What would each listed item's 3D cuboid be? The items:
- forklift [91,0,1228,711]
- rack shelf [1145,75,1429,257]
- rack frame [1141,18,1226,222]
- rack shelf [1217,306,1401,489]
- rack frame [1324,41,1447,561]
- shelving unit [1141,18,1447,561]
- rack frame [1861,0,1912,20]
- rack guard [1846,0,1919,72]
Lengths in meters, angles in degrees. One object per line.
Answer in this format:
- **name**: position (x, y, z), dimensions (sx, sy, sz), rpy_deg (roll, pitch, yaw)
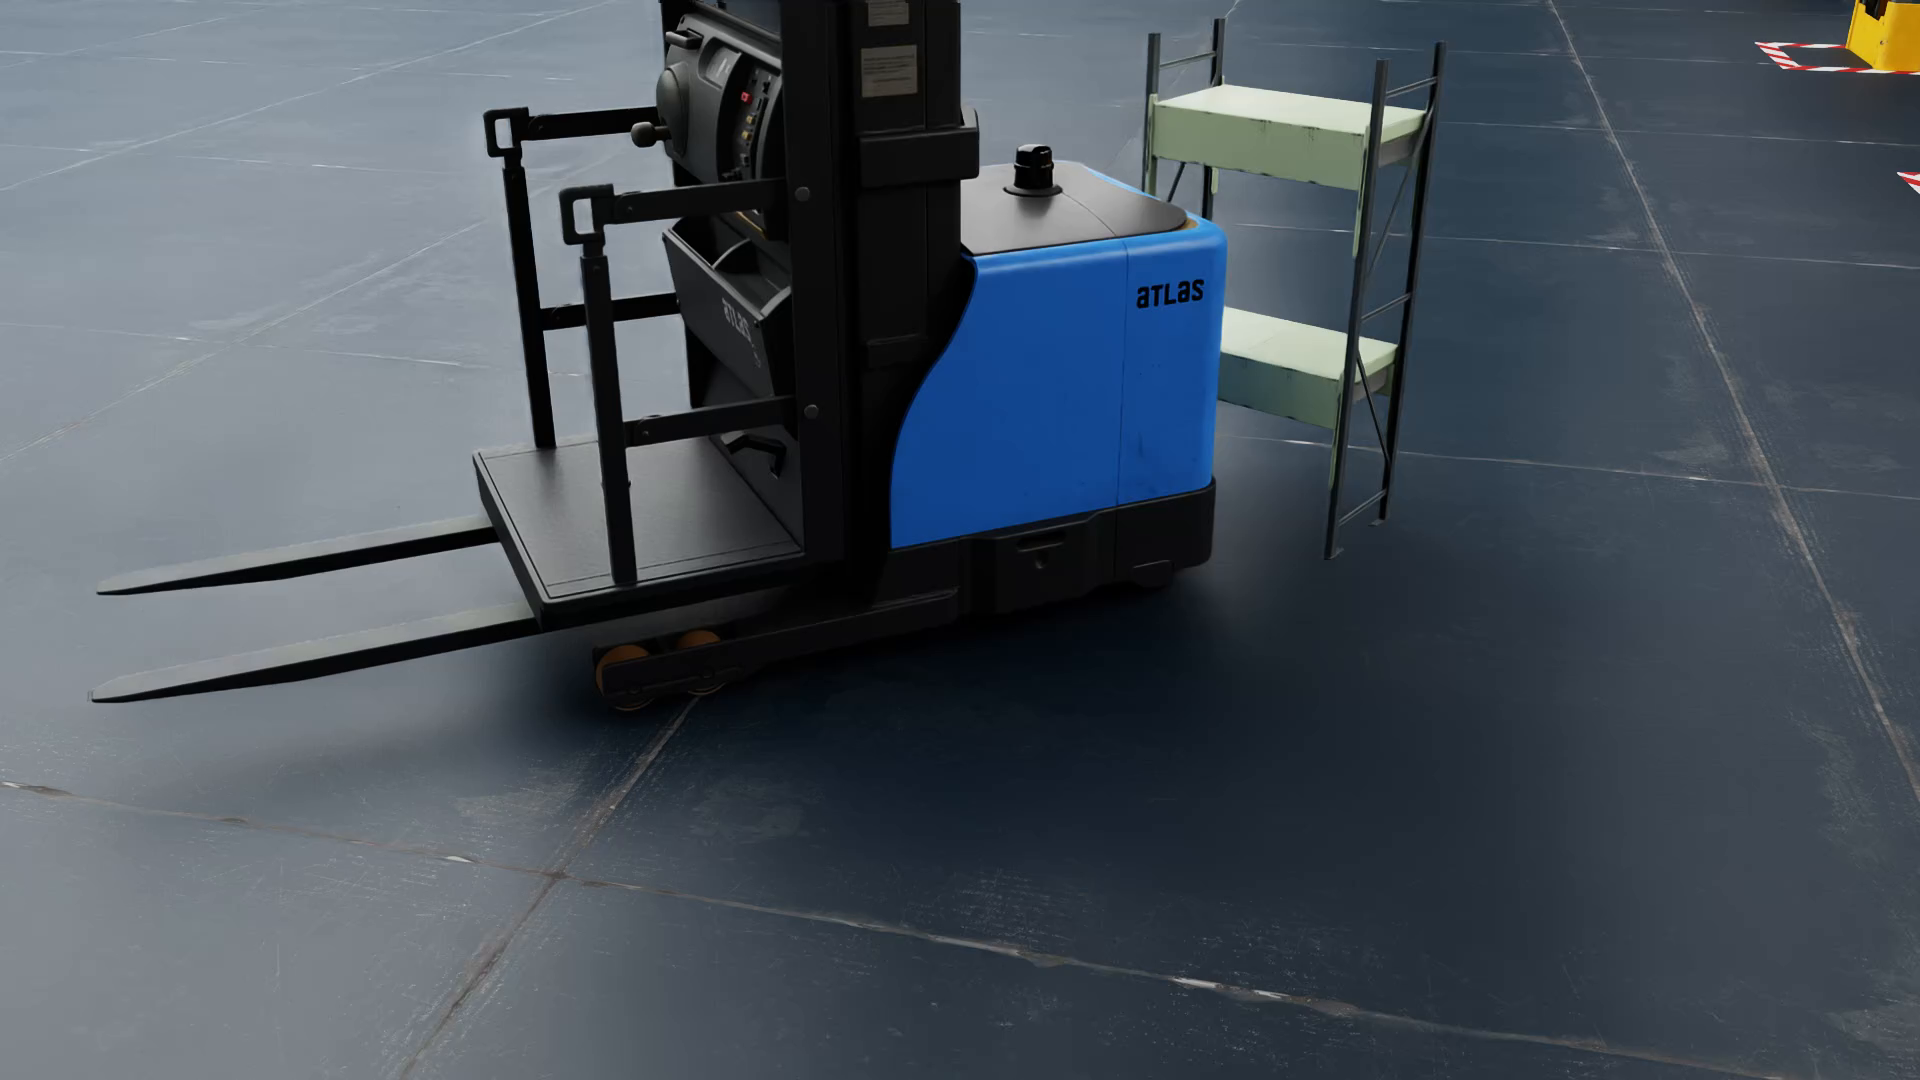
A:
- **forklift**: position (-0.807, -1.138, 4.231), dimensions (3.031, 2.935, 1.130), rpy_deg (-11, 28, -22)
- **rack shelf**: position (0.974, -1.134, 4.979), dimensions (0.720, 0.370, 0.431), rpy_deg (19, 32, 35)
- **rack frame**: position (0.691, -0.881, 5.356), dimensions (0.023, 1.500, 0.400), rpy_deg (19, 32, 35)
- **rack shelf**: position (0.974, -0.487, 5.286), dimensions (0.720, 0.370, 0.431), rpy_deg (19, 32, 35)
- **rack frame**: position (1.257, -0.682, 4.937), dimensions (0.023, 1.500, 0.400), rpy_deg (19, 32, 35)
- **shelving unit**: position (0.974, -0.781, 5.146), dimensions (0.755, 1.500, 0.431), rpy_deg (19, 32, 35)
- **rack frame**: position (7.349, -5.230, 12.745), dimensions (0.127, 3.000, 1.000), rpy_deg (6, 26, 13)
- **rack guard**: position (7.423, -4.093, 13.265), dimensions (0.348, 0.500, 1.175), rpy_deg (6, 26, 13)
